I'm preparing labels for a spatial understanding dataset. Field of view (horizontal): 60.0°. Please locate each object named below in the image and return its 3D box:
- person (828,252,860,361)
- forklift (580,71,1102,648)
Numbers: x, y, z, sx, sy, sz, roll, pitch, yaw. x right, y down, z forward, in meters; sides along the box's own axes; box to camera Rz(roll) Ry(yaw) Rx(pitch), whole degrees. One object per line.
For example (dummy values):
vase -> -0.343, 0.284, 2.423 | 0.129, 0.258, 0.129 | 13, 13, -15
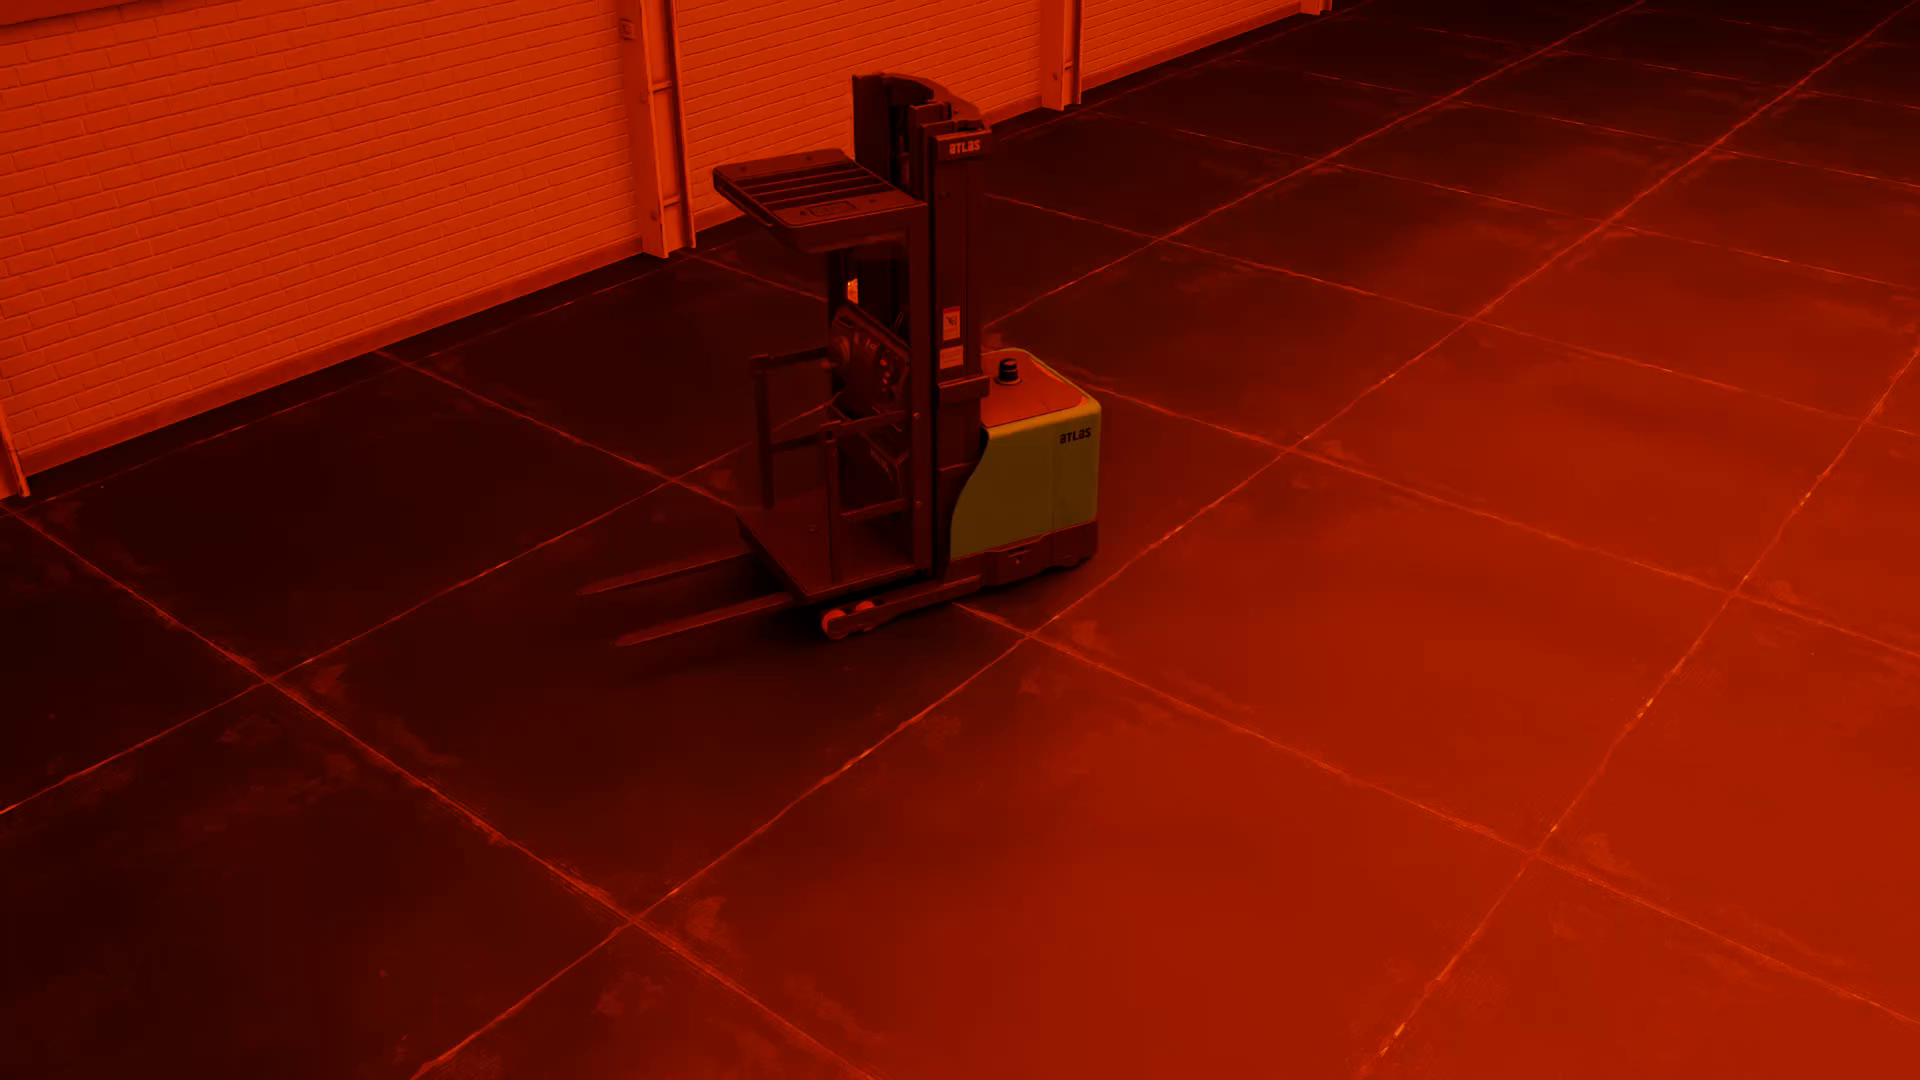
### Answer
person -> -0.491, -1.254, 11.251 | 0.894, 1.435, 0.832 | 19, 35, 29
forklift -> -0.696, -1.002, 9.309 | 3.031, 2.935, 1.130 | -15, 34, -24
